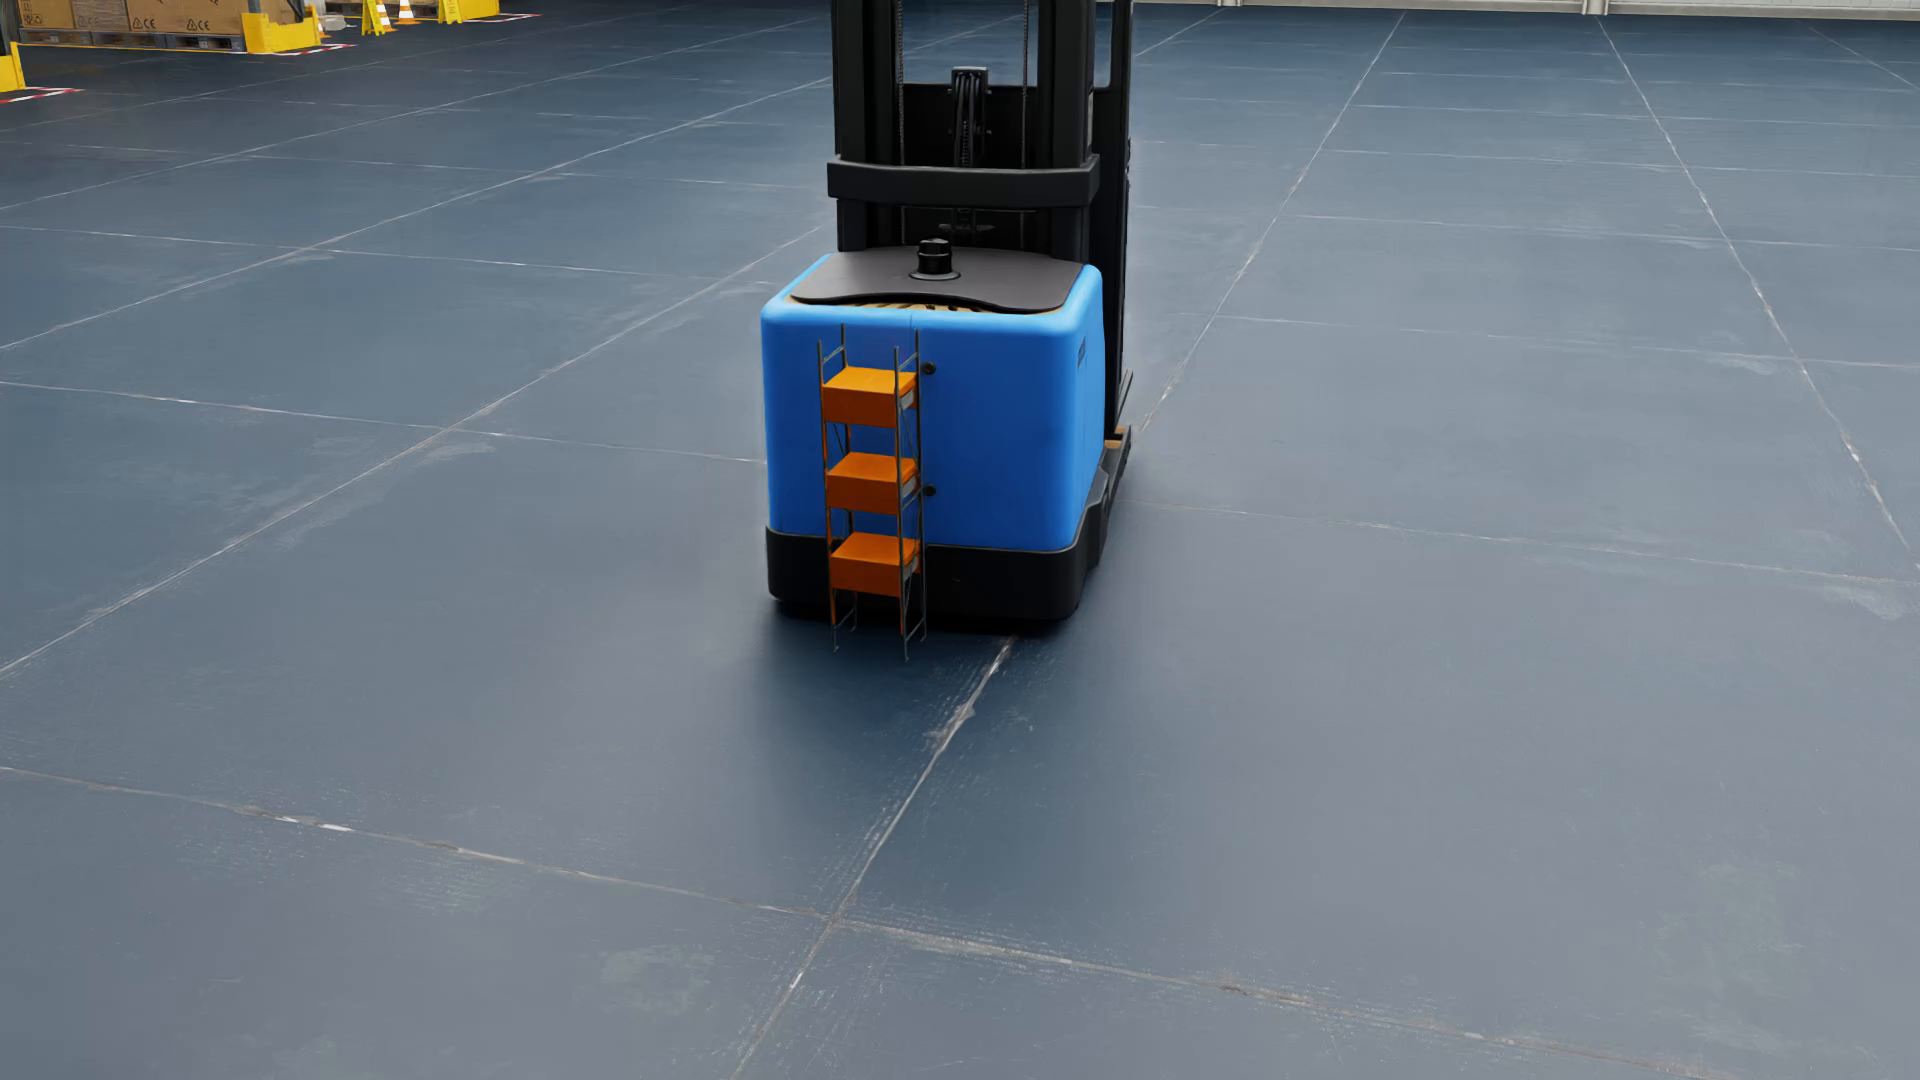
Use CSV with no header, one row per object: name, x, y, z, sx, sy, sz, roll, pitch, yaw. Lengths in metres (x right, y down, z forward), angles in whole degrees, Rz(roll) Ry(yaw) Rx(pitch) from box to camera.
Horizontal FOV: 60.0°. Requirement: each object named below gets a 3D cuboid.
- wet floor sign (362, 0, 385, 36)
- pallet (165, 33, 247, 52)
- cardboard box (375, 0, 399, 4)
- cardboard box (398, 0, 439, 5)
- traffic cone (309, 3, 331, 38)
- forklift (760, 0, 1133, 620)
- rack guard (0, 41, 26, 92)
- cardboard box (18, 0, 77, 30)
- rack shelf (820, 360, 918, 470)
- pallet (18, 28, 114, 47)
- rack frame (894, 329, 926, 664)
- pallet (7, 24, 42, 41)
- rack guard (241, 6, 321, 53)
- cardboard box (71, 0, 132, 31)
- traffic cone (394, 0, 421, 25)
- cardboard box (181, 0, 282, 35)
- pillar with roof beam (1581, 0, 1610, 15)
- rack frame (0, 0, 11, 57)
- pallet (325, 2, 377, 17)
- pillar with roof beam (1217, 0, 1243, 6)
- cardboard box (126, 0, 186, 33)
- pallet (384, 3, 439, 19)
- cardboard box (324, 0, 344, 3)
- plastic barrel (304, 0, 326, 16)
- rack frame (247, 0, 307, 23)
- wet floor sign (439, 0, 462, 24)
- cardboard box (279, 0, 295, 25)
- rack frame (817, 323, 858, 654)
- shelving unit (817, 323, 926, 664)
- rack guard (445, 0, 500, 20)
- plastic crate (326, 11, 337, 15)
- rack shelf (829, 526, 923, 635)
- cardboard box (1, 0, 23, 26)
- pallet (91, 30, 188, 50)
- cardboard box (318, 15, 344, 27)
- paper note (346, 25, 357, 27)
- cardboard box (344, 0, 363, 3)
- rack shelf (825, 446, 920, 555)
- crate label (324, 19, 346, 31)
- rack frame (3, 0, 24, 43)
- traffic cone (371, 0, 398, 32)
wet floor sign,-8.532,-7.648,24.064,0.232,0.644,0.267,3,22,6
pallet,-9.920,-6.790,22.545,1.213,0.211,1.003,7,23,15
cardboard box,-9.144,-8.803,26.848,0.500,0.250,0.500,7,23,16
cardboard box,-8.673,-8.746,26.709,0.500,0.250,0.500,6,23,15
traffic cone,-9.230,-7.421,23.753,0.334,0.463,0.336,7,23,16
forklift,0.121,-1.621,6.359,1.130,2.935,3.031,4,23,10
rack guard,-10.734,-5.082,18.000,0.348,0.500,1.175,7,23,16
cardboard box,-12.379,-7.576,23.034,0.875,0.875,0.875,7,23,16
rack shelf,-0.271,-0.385,5.097,0.240,0.259,0.215,7,25,17
pallet,-12.256,-7.057,23.197,1.213,0.211,1.003,7,23,15
rack frame,-0.152,-0.121,5.172,0.008,1.050,0.200,7,25,17
pallet,-13.722,-7.226,23.609,1.213,0.211,1.003,7,23,16
rack guard,-9.109,-6.862,22.339,0.348,0.500,1.175,7,23,16
cardboard box,-11.515,-7.479,22.796,0.875,0.875,0.875,7,23,16
traffic cone,-8.583,-8.235,25.737,0.334,0.463,0.336,7,23,16
cardboard box,-9.800,-7.283,22.318,0.875,0.875,0.875,7,23,16
pillar with roof beam,9.215,-11.276,21.903,0.400,9.000,9.100,7,23,16
rack frame,-10.661,-6.230,17.505,0.127,3.000,1.000,7,23,16
pallet,-9.803,-8.785,27.409,1.213,0.211,1.003,7,23,16
pillar with roof beam,3.470,-11.934,23.506,0.400,9.000,9.100,7,23,16
cardboard box,-10.643,-7.378,22.551,0.875,0.875,0.875,6,23,15
pallet,-8.639,-8.651,27.081,1.213,0.211,1.003,7,23,16
cardboard box,-10.118,-8.917,27.125,0.500,0.250,0.500,6,23,15
plastic barrel,-10.213,-8.315,25.983,0.512,0.421,0.421,-14,26,-30
rack frame,-9.132,-8.021,21.872,0.127,3.000,1.000,7,23,16
wet floor sign,-7.926,-8.332,25.731,0.232,0.644,0.267,16,27,34
cardboard box,-10.211,-7.948,24.984,0.637,0.503,0.797,-9,24,-21
rack frame,-0.383,-0.151,5.245,0.008,1.050,0.200,7,25,17
shelving unit,-0.268,-0.136,5.209,0.252,1.050,0.215,7,25,17
rack guard,-7.871,-8.682,26.778,0.348,0.500,1.175,7,23,16
plastic crate,-10.362,-8.448,26.760,0.583,0.080,0.402,-1,22,-3
rack shelf,-0.265,0.127,5.327,0.240,0.259,0.215,7,25,17
cardboard box,-13.581,-7.648,23.374,0.750,0.750,1.050,6,23,15
pallet,-11.084,-6.924,22.873,1.213,0.211,1.003,7,23,15
cardboard box,-9.636,-7.921,25.385,0.380,0.149,0.250,-20,29,-39
paper note,-9.279,-7.837,25.336,0.142,0.019,0.148,-1,22,-3
cardboard box,-9.646,-8.858,26.983,0.500,0.250,0.500,6,23,14
rack shelf,-0.268,-0.127,5.213,0.240,0.259,0.215,7,25,17
crate label,-9.349,-7.708,24.880,0.298,0.136,0.250,-5,23,-12
rack frame,-12.961,-8.459,22.940,0.127,3.000,1.000,7,23,16
traffic cone,-8.578,-7.795,24.663,0.334,0.463,0.336,7,23,16
